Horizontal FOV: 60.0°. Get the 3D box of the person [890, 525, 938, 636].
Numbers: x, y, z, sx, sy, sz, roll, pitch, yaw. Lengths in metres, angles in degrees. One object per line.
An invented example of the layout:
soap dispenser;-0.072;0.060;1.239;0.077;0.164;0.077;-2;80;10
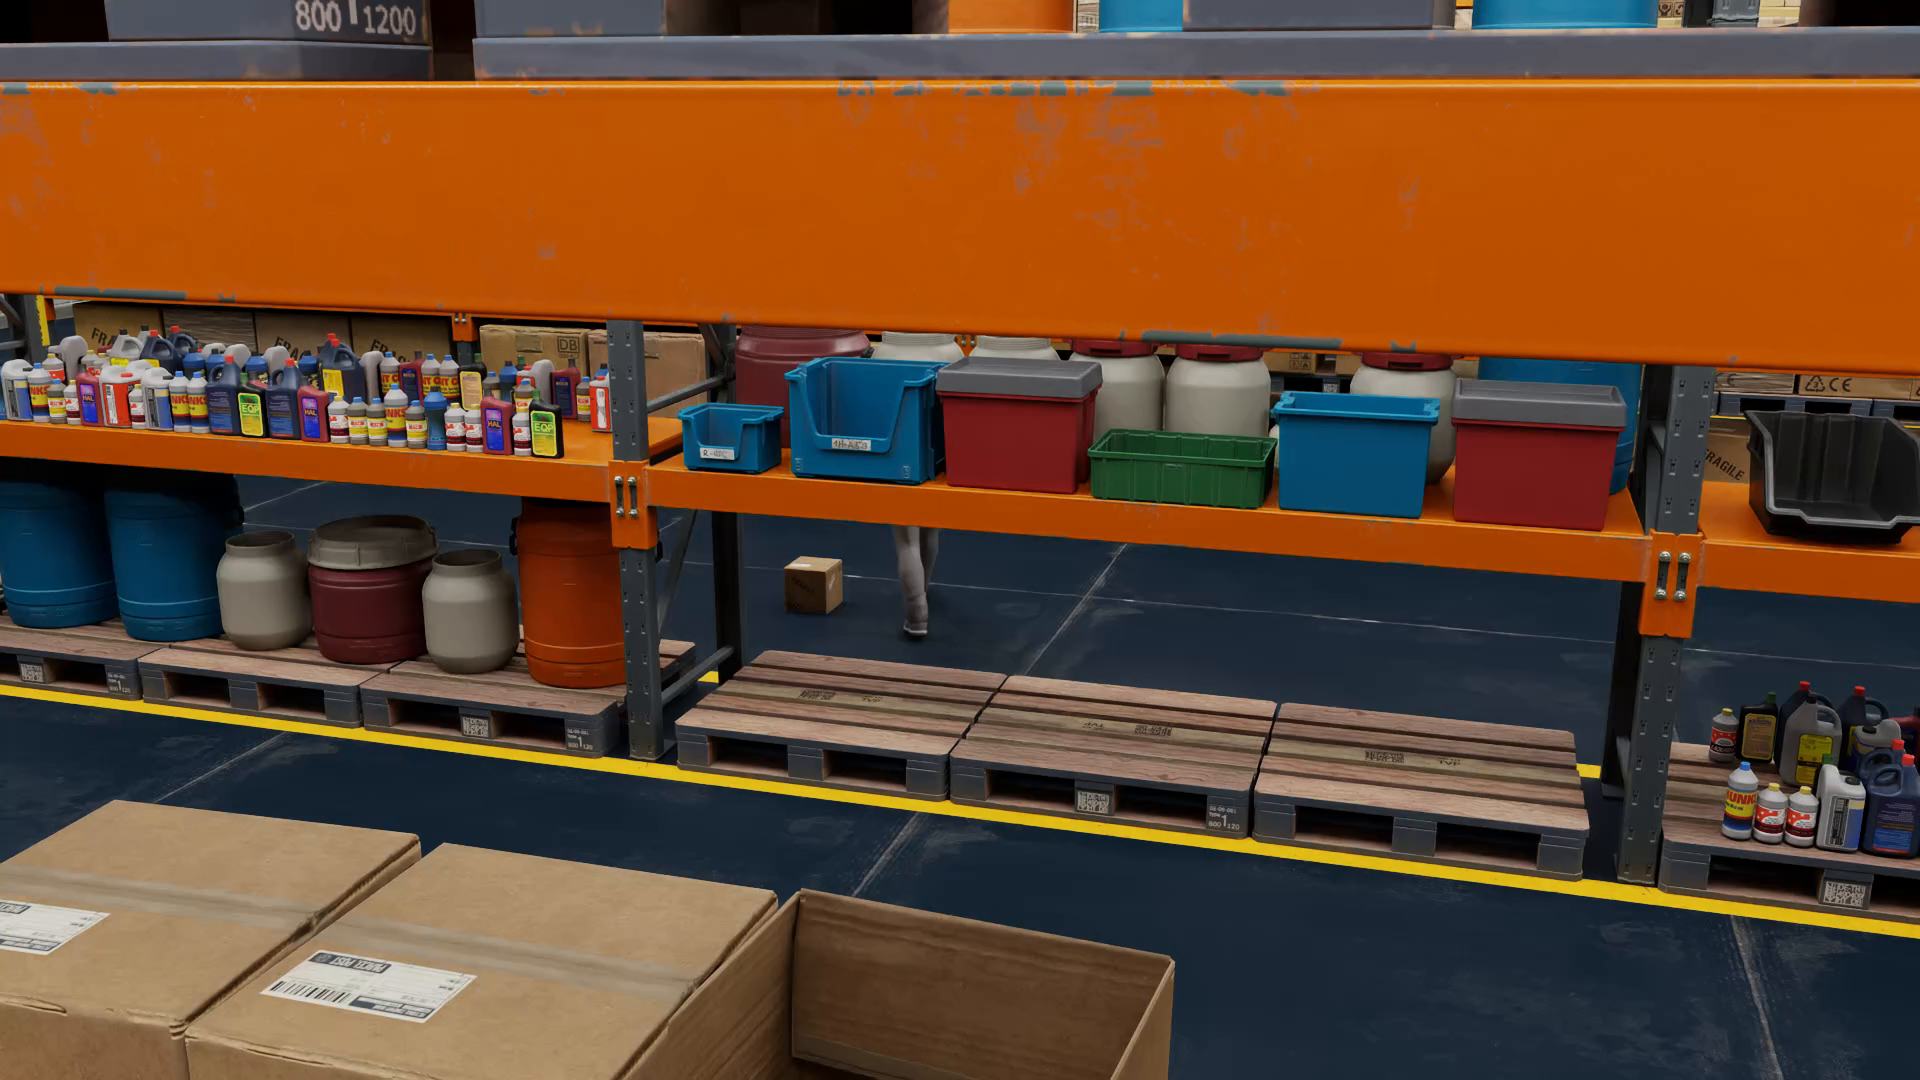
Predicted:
person;-0.265;-0.381;8.931;0.476;1.619;0.979;-6;16;-21
